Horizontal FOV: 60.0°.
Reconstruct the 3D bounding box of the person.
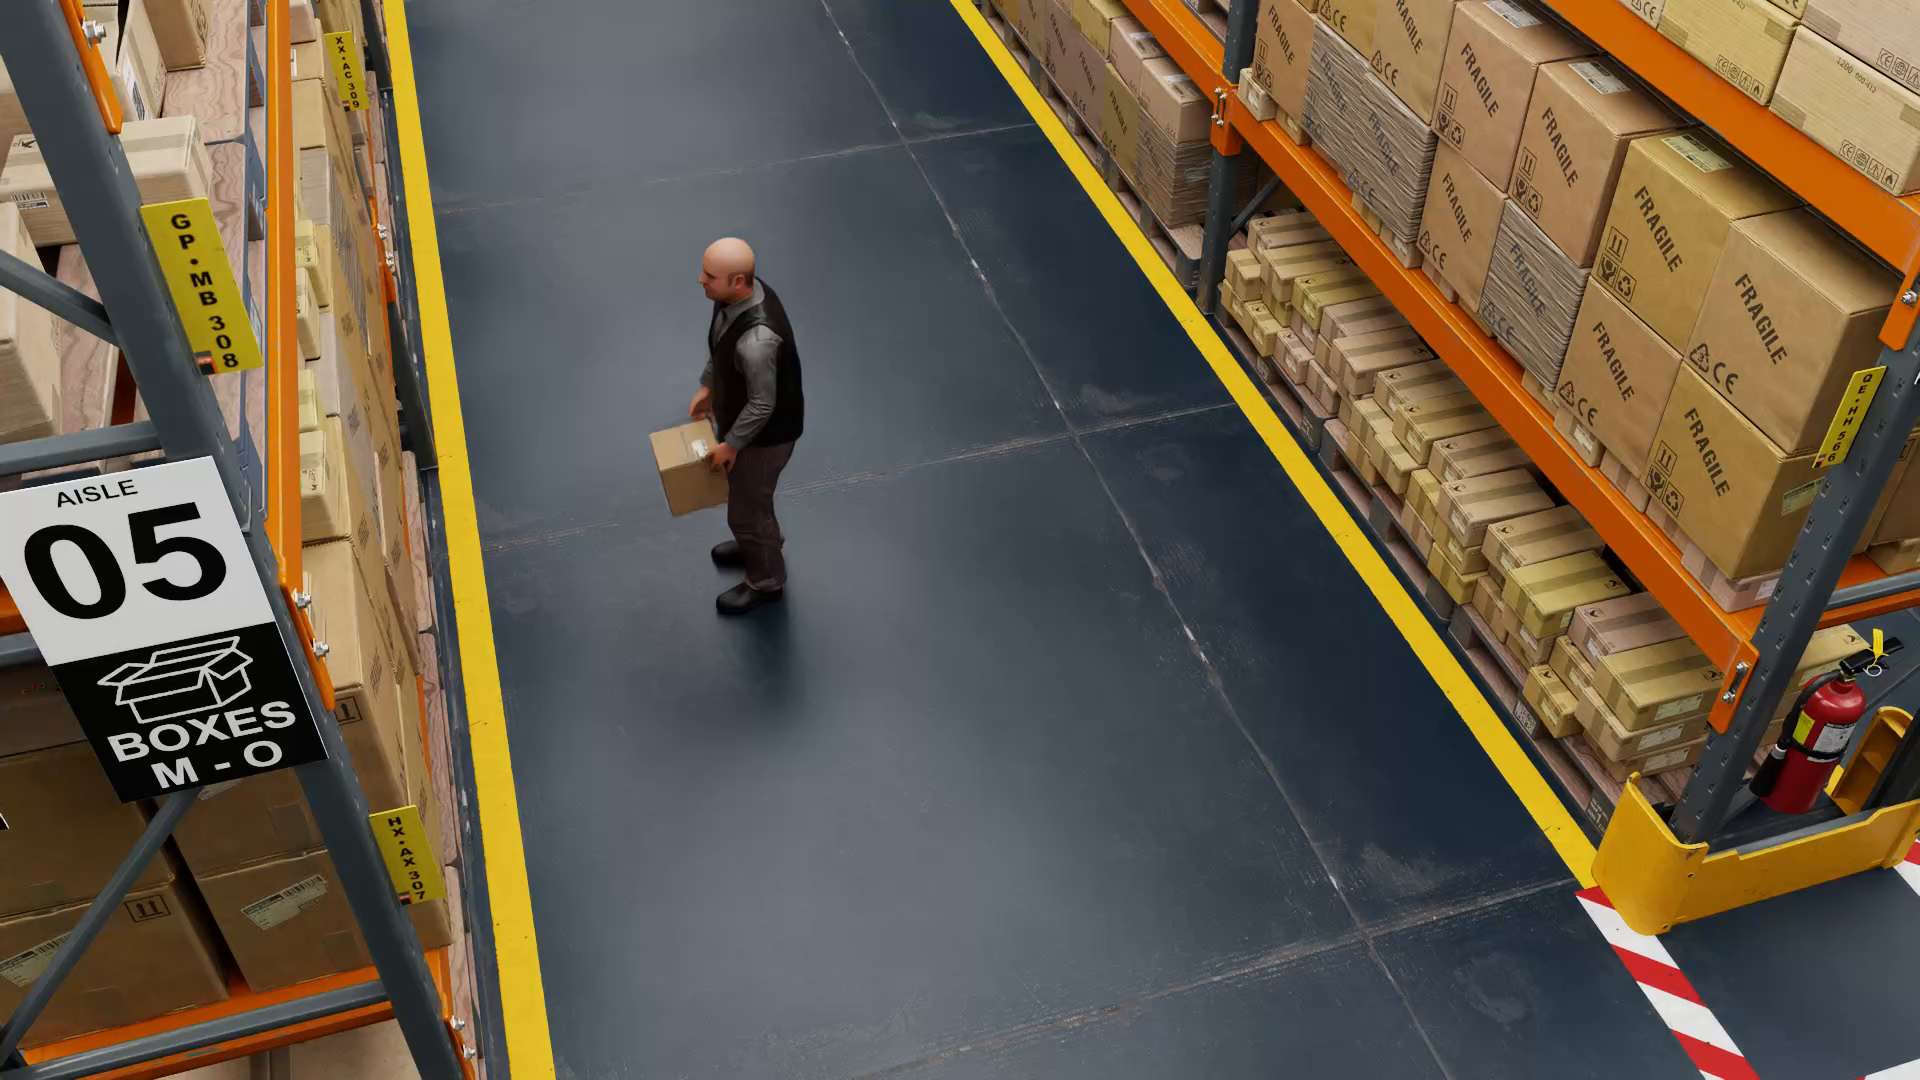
[{"bbox_3d":[-0.858,-0.426,6.719,0.470,1.632,0.551,-13,43,-14],"label":"person"}]
